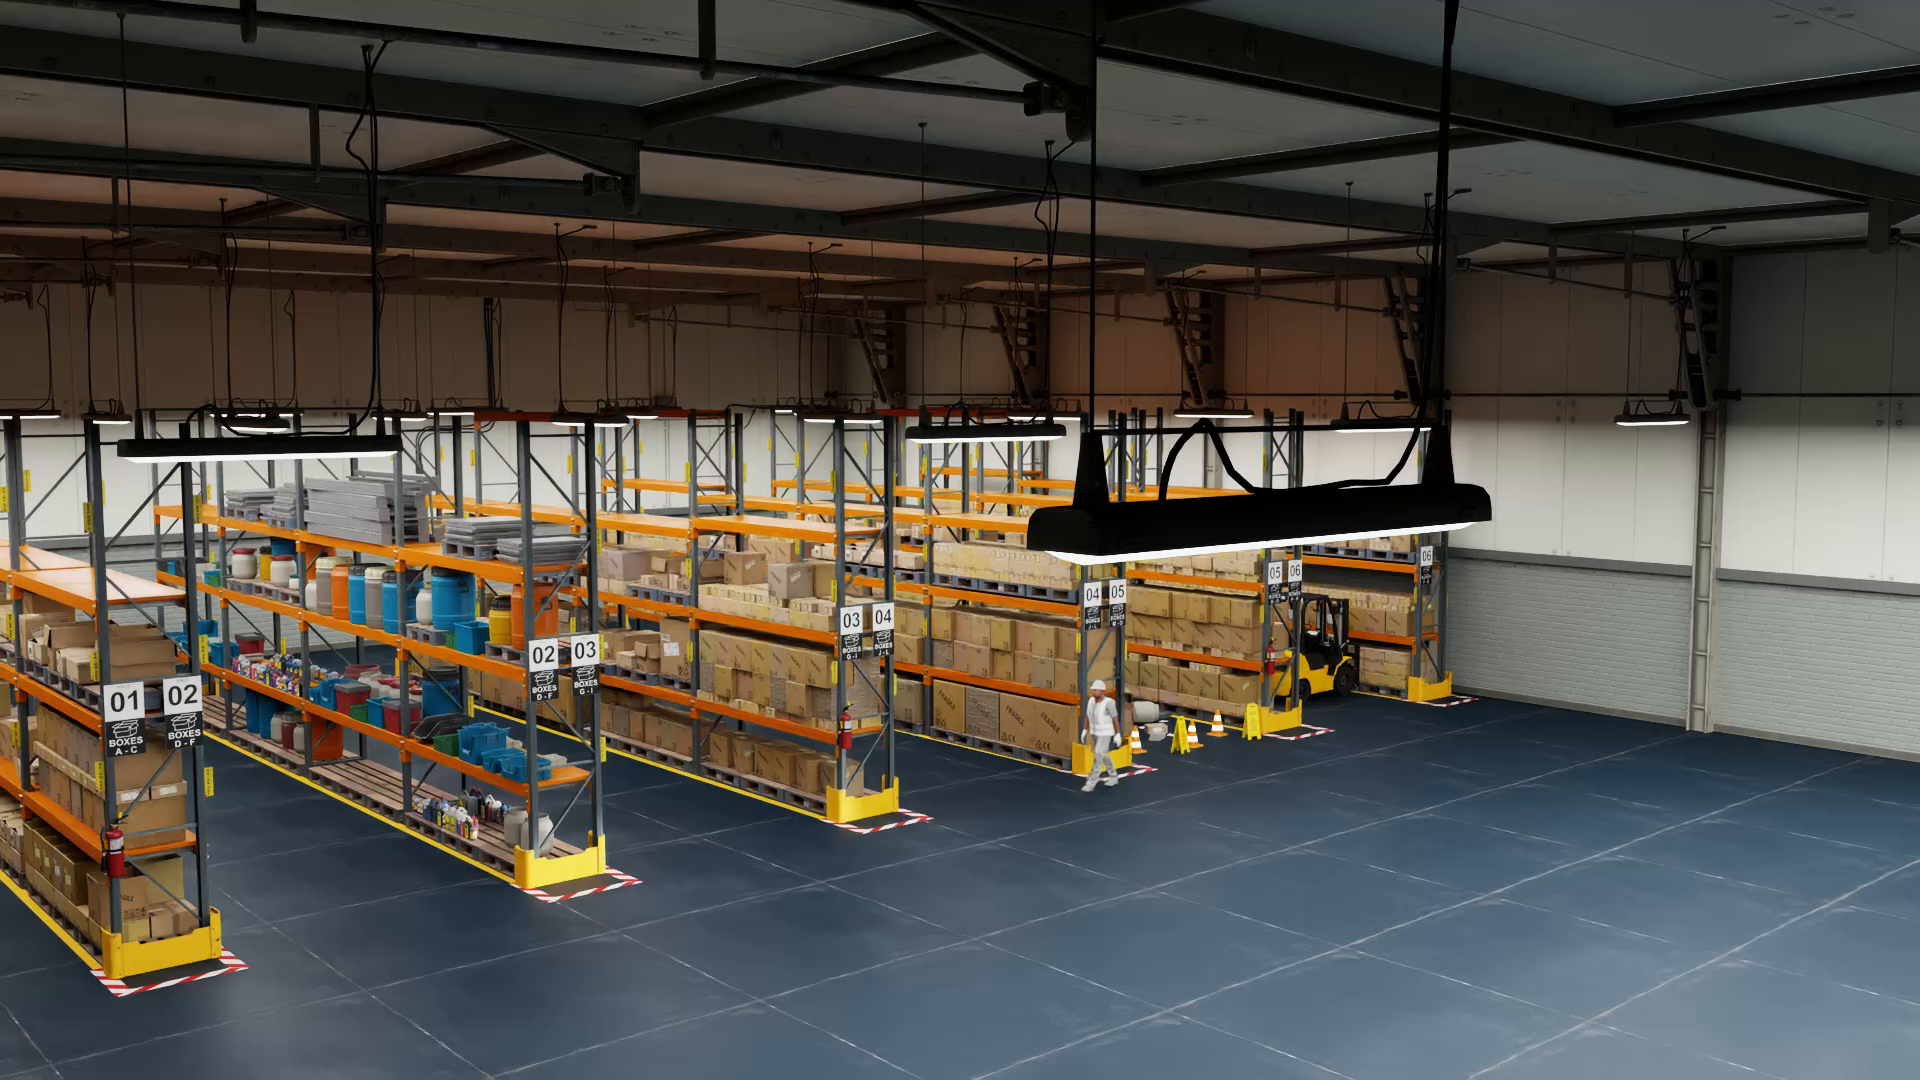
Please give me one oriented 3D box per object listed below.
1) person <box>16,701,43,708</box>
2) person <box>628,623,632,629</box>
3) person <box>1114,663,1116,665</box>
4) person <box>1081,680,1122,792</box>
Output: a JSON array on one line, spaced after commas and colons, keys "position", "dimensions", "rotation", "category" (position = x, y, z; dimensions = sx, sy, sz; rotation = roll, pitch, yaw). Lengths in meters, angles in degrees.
[{"position": [-17.741, 2.641, 31.887], "dimensions": [0.526, 1.741, 0.926], "rotation": [2, 5, 22], "category": "person"}, {"position": [-6.729, 2.524, 33.594], "dimensions": [0.978, 1.692, 0.528], "rotation": [4, 7, 40], "category": "person"}, {"position": [3.972, 2.097, 38.957], "dimensions": [0.667, 1.717, 0.483], "rotation": [3, 6, 33], "category": "person"}, {"position": [2.174, 3.104, 26.519], "dimensions": [0.967, 1.734, 0.593], "rotation": [-3, 6, -34], "category": "person"}]
